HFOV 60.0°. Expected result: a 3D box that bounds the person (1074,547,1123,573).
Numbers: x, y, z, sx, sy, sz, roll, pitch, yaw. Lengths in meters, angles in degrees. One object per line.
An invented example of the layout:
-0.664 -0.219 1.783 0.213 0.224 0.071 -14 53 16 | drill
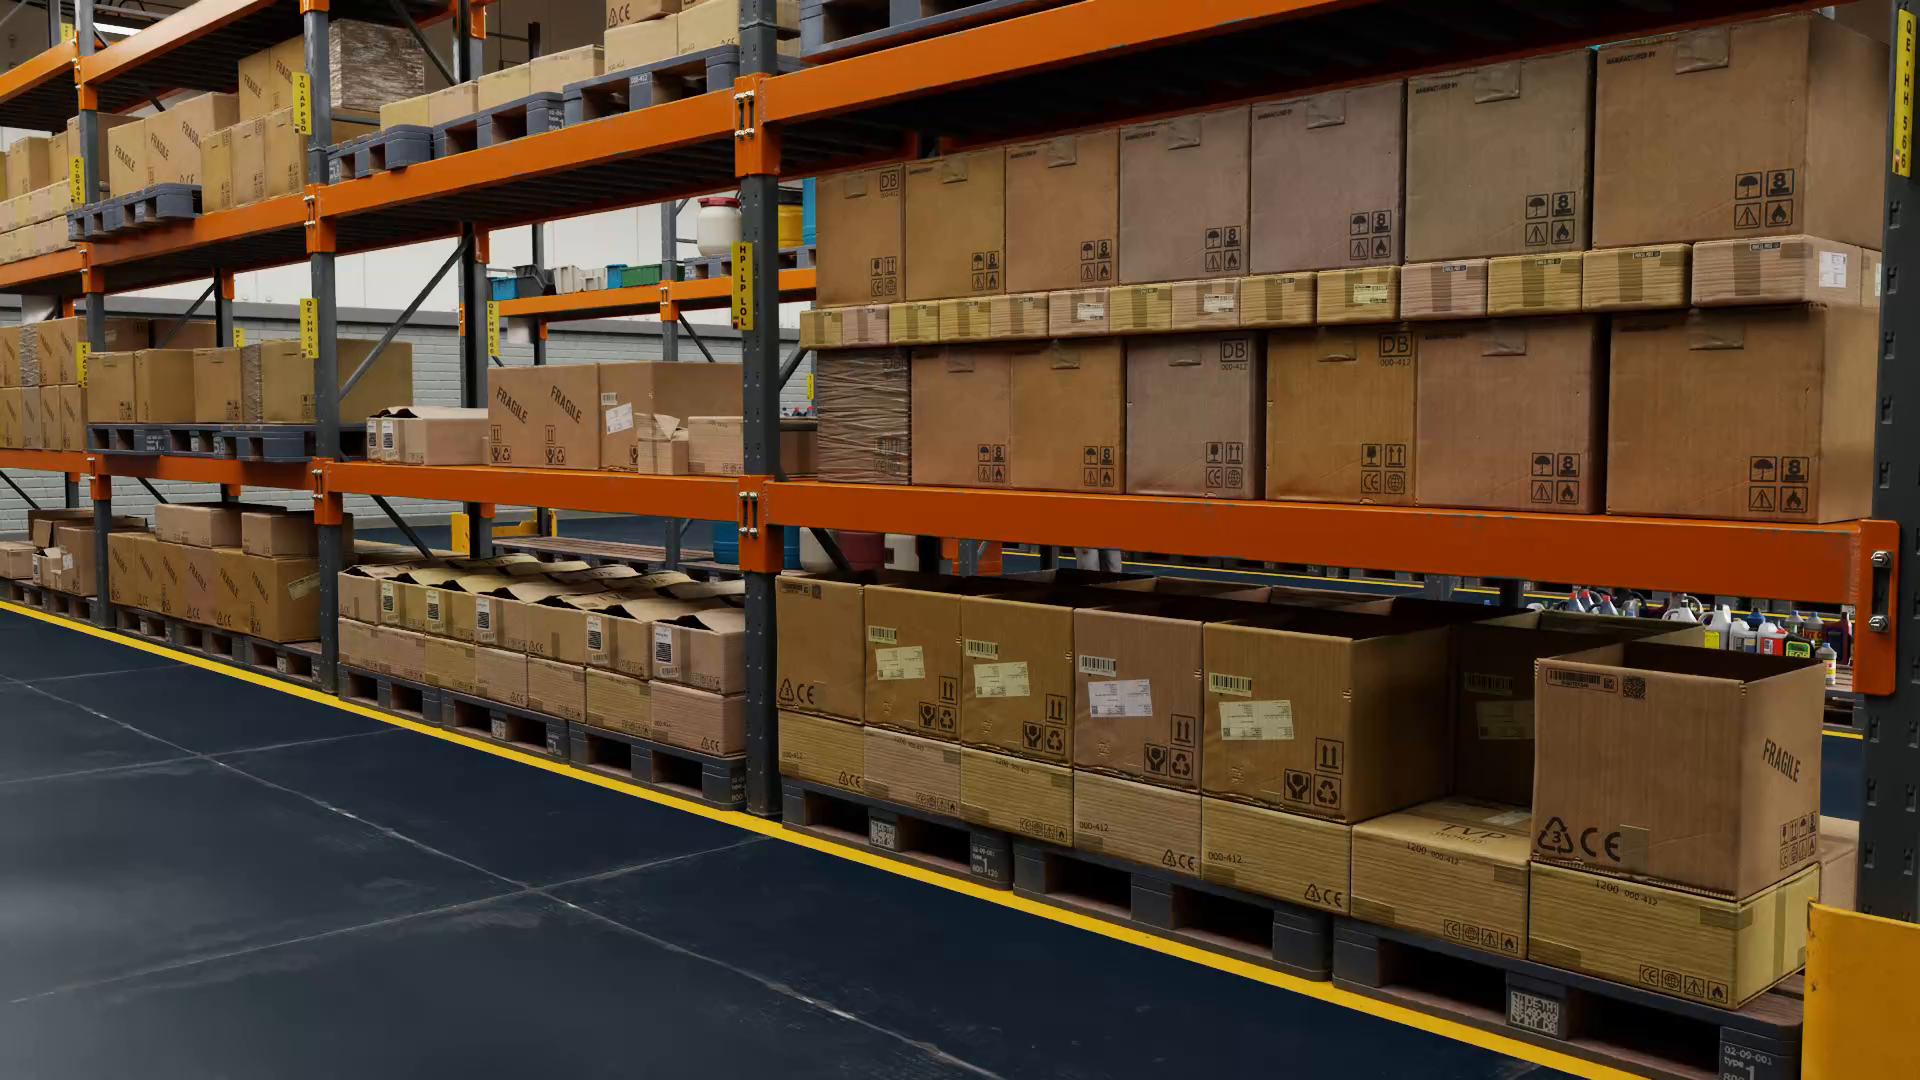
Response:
0.887 0.029 10.659 0.342 1.481 0.485 4 6 43 | person
